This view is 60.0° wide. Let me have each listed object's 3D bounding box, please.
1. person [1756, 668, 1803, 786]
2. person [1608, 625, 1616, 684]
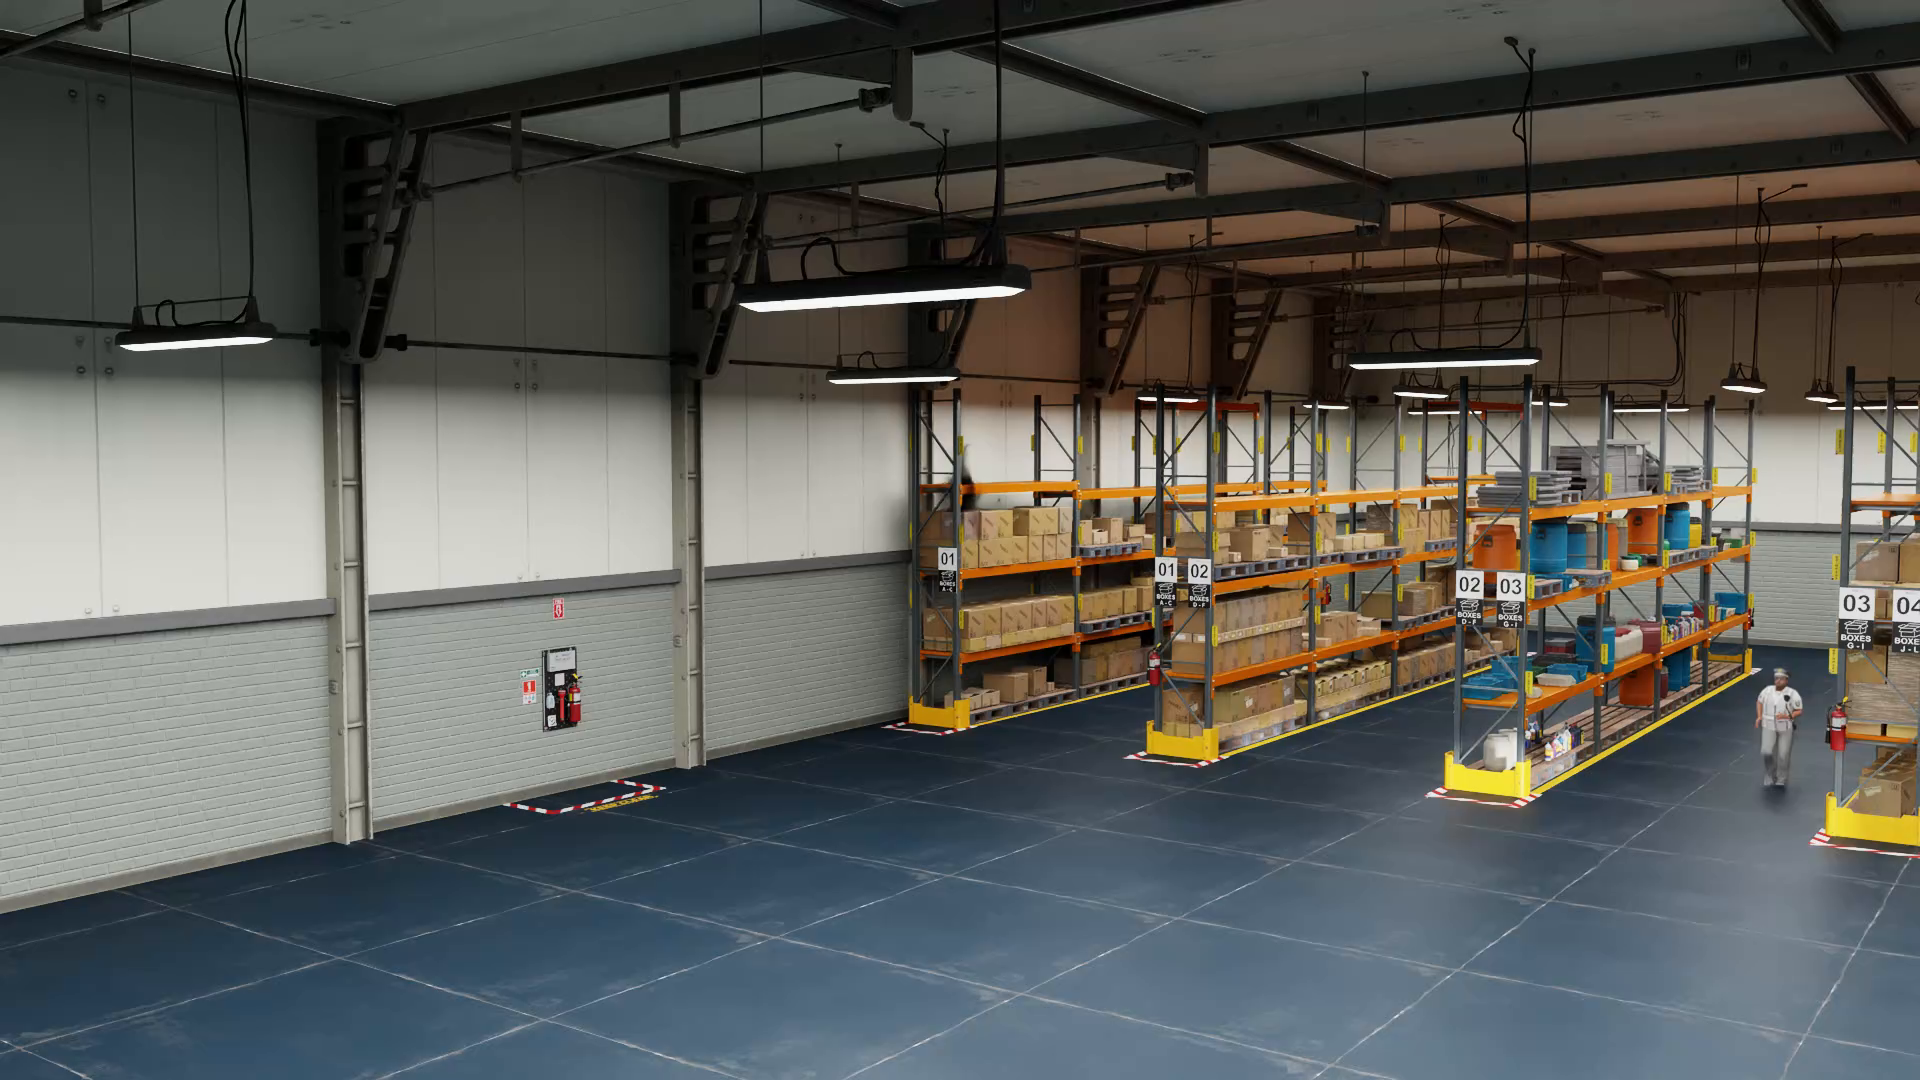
[{"bbox_3d":[11.904,2.739,24.206,0.632,1.754,0.659,2,4,32],"label":"person"},{"bbox_3d":[13.719,2.256,34.791,1.073,1.529,0.656,-1,3,-19],"label":"person"}]
